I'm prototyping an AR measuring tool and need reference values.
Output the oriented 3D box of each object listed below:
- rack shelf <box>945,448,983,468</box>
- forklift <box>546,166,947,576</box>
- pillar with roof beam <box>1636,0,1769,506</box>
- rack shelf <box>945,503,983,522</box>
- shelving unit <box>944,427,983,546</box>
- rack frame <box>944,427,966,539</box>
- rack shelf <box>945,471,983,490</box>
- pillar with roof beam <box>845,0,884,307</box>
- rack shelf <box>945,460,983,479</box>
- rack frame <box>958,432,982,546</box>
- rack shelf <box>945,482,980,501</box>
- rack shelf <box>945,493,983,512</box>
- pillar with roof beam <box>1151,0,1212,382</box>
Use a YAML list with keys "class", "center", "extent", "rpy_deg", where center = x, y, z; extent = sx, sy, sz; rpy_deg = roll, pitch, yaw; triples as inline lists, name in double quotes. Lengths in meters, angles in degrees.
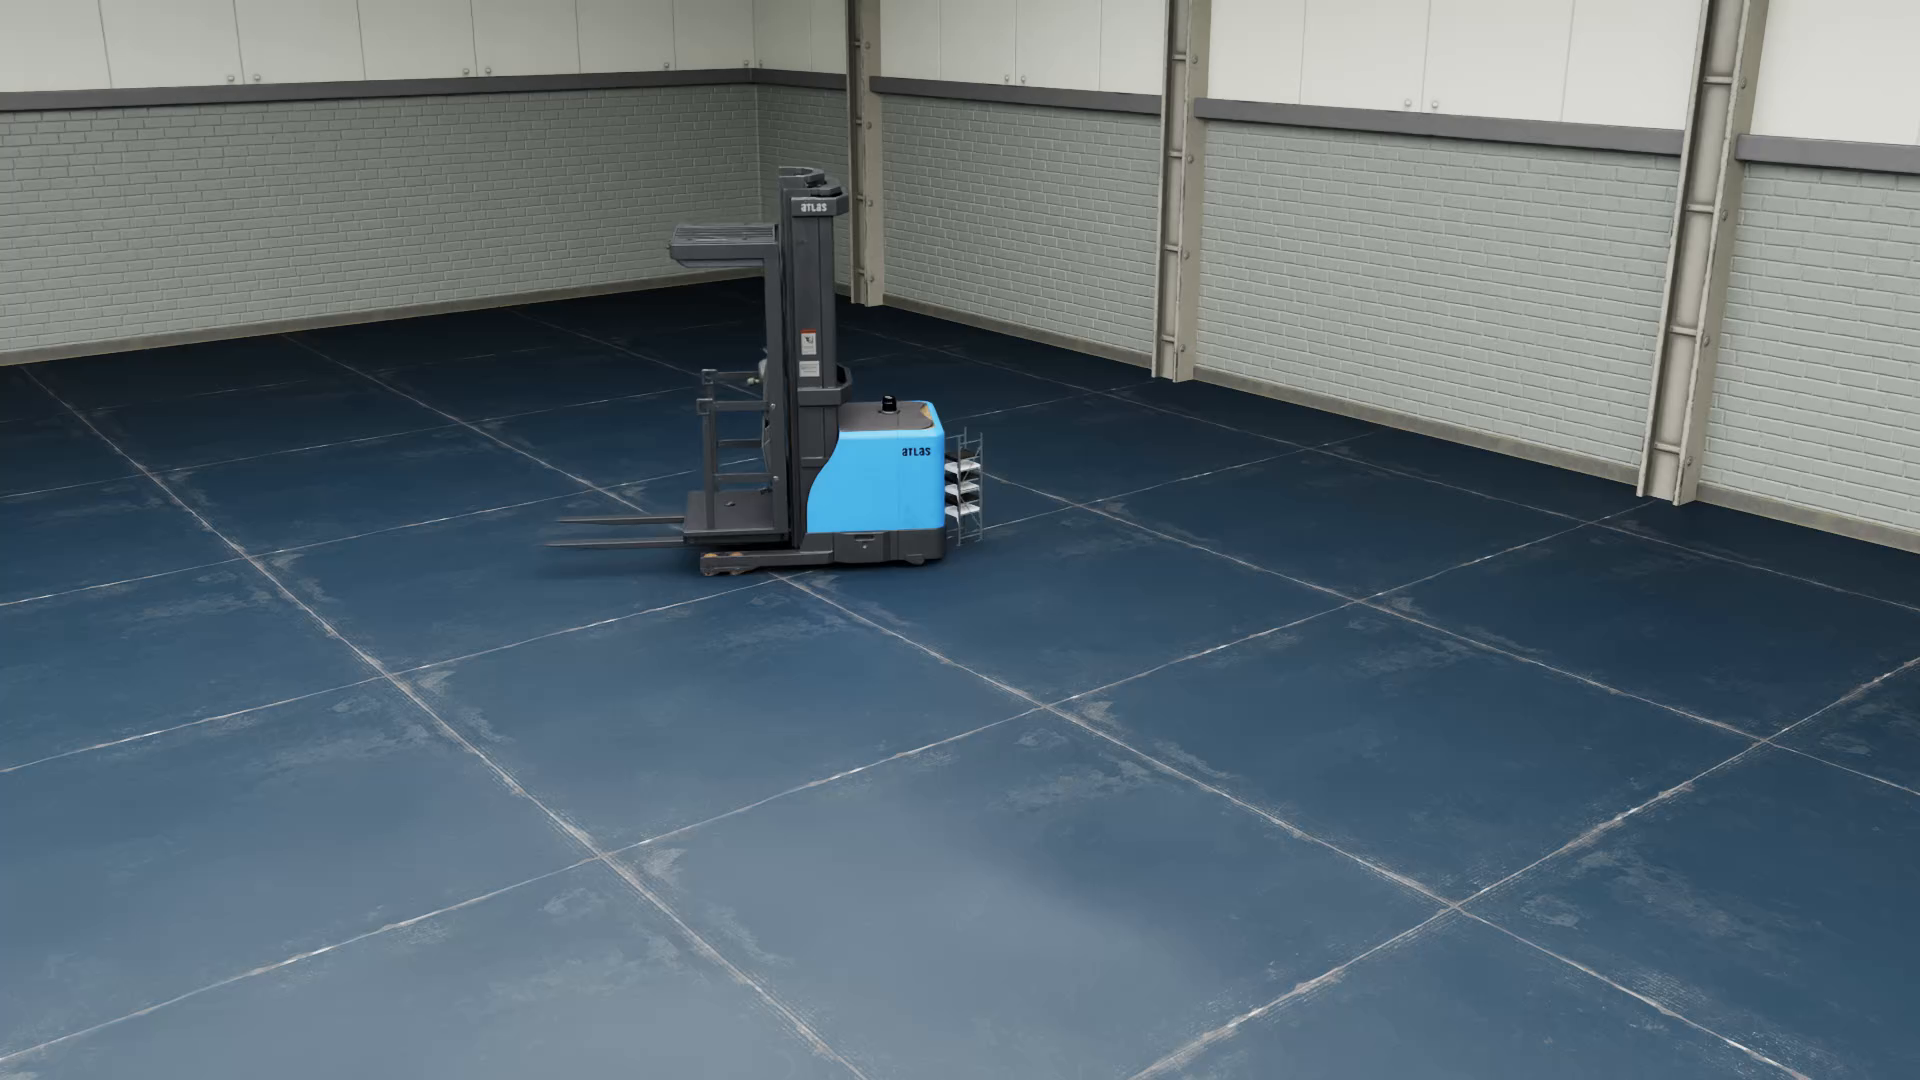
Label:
- class: "rack shelf"
  center: [0.018, -0.650, 13.142]
  extent: [0.258, 0.077, 0.200]
  rpy_deg: [-14, 23, -36]
- class: "forklift"
  center: [-1.655, -1.296, 12.613]
  extent: [3.031, 2.935, 1.130]
  rpy_deg: [-2, 18, -6]
- class: "pillar with roof beam"
  center: [2.778, -3.804, 10.536]
  extent: [9.100, 9.000, 0.400]
  rpy_deg: [-14, 23, -36]
- class: "rack shelf"
  center: [0.018, -0.223, 13.283]
  extent: [0.258, 0.077, 0.200]
  rpy_deg: [-14, 23, -36]
- class: "shelving unit"
  center: [0.018, -0.426, 13.216]
  extent: [0.258, 0.900, 0.210]
  rpy_deg: [-14, 23, -36]
- class: "rack frame"
  center: [-0.045, -0.451, 13.292]
  extent: [0.240, 0.900, 0.006]
  rpy_deg: [-14, 23, -36]
- class: "rack shelf"
  center: [0.018, -0.479, 13.198]
  extent: [0.258, 0.077, 0.200]
  rpy_deg: [-14, 23, -36]
- class: "pillar with roof beam"
  center: [-4.672, -6.761, 19.465]
  extent: [9.100, 9.000, 0.400]
  rpy_deg: [-14, 23, -36]
- class: "rack shelf"
  center: [0.018, -0.565, 13.170]
  extent: [0.258, 0.077, 0.200]
  rpy_deg: [-14, 23, -36]
- class: "rack frame"
  center: [0.080, -0.400, 13.140]
  extent: [0.240, 0.900, 0.006]
  rpy_deg: [-14, 23, -36]
- class: "rack shelf"
  center: [0.018, -0.394, 13.227]
  extent: [0.258, 0.077, 0.200]
  rpy_deg: [-14, 23, -36]
- class: "rack shelf"
  center: [0.018, -0.308, 13.255]
  extent: [0.258, 0.077, 0.200]
  rpy_deg: [-14, 23, -36]
- class: "pillar with roof beam"
  center: [-0.947, -5.283, 15.000]
  extent: [9.100, 9.000, 0.400]
  rpy_deg: [-14, 23, -36]
